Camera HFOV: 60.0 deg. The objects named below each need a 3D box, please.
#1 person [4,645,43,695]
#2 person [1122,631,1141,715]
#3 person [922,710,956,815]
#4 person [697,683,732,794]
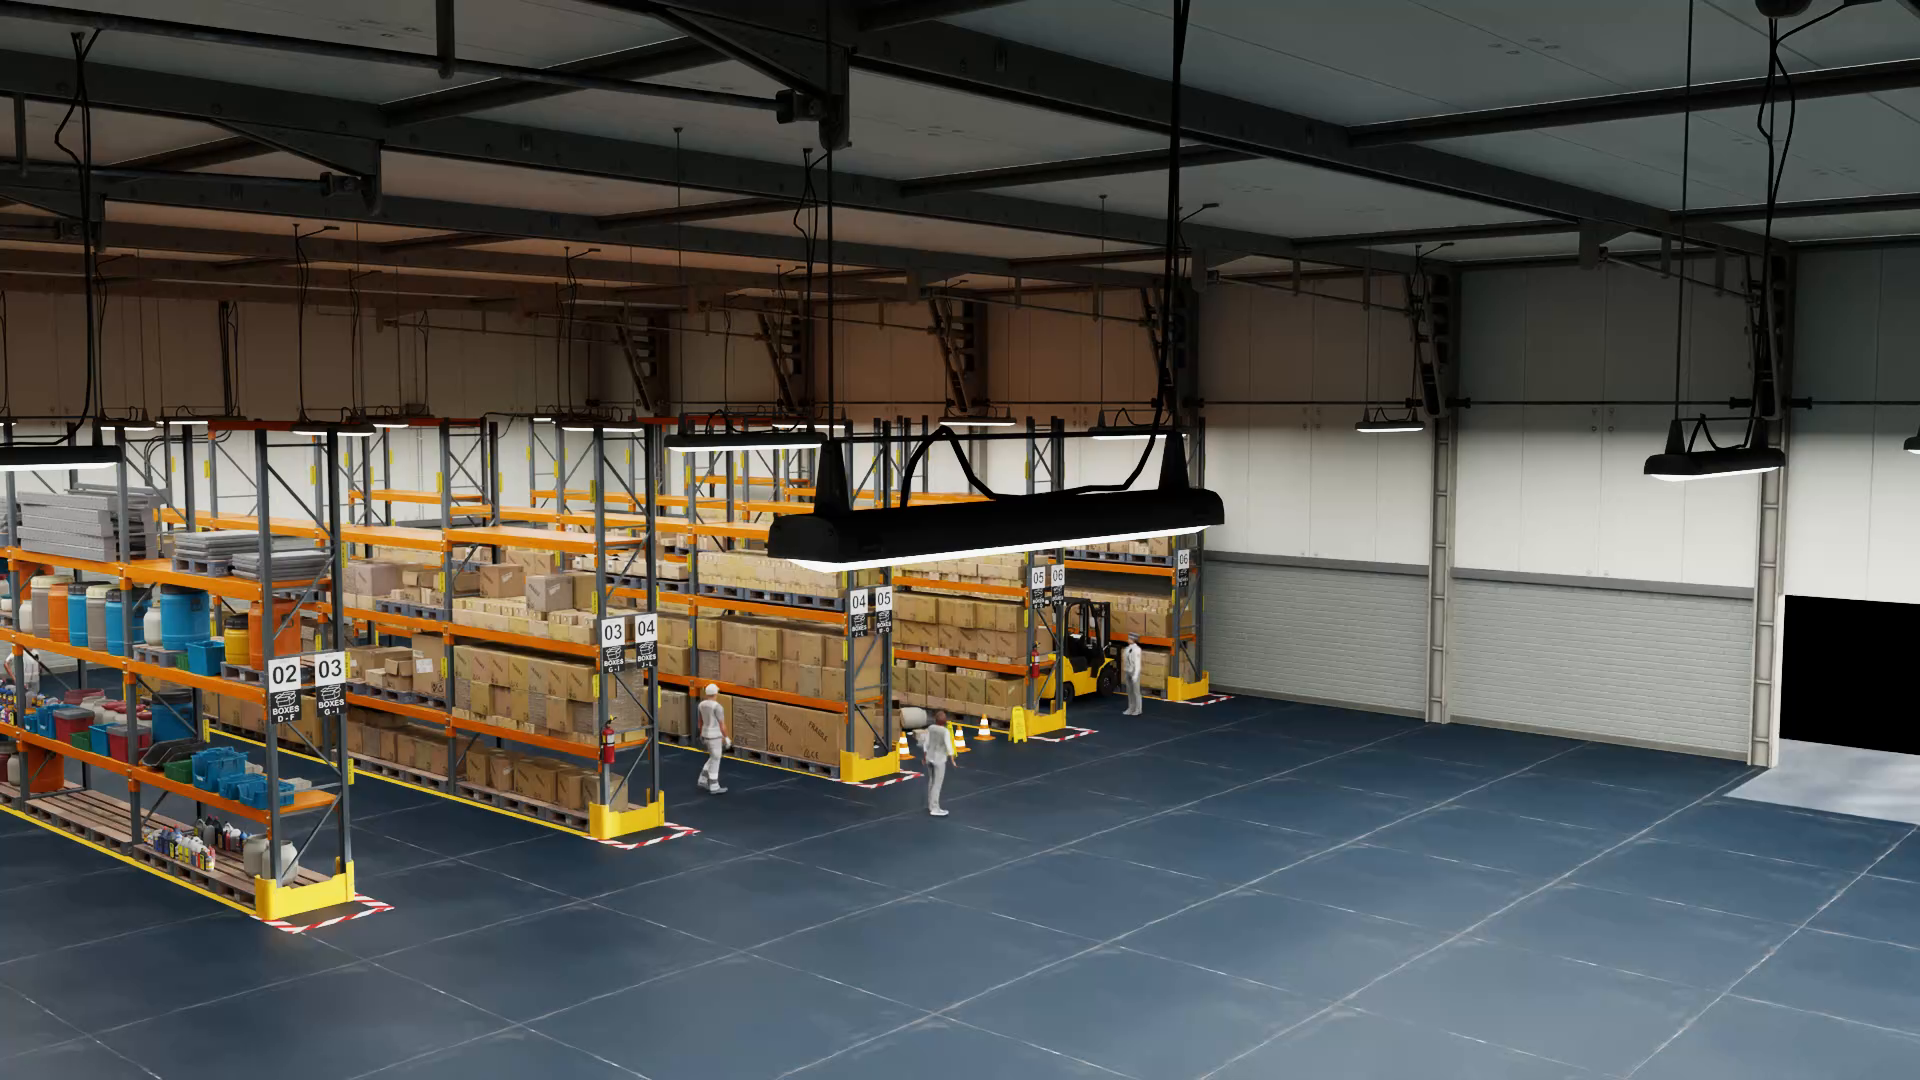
[{"bbox_3d":[-18.177,2.776,32.340,0.813,1.824,0.693,5,7,44],"label":"person"},{"bbox_3d":[3.486,2.702,33.649,0.387,1.712,0.532,-3,6,-31],"label":"person"},{"bbox_3d":[-0.355,3.411,25.606,0.541,1.603,0.586,-4,6,-42],"label":"person"},{"bbox_3d":[-3.987,3.207,26.928,0.429,1.794,0.592,-3,6,-34],"label":"person"}]
